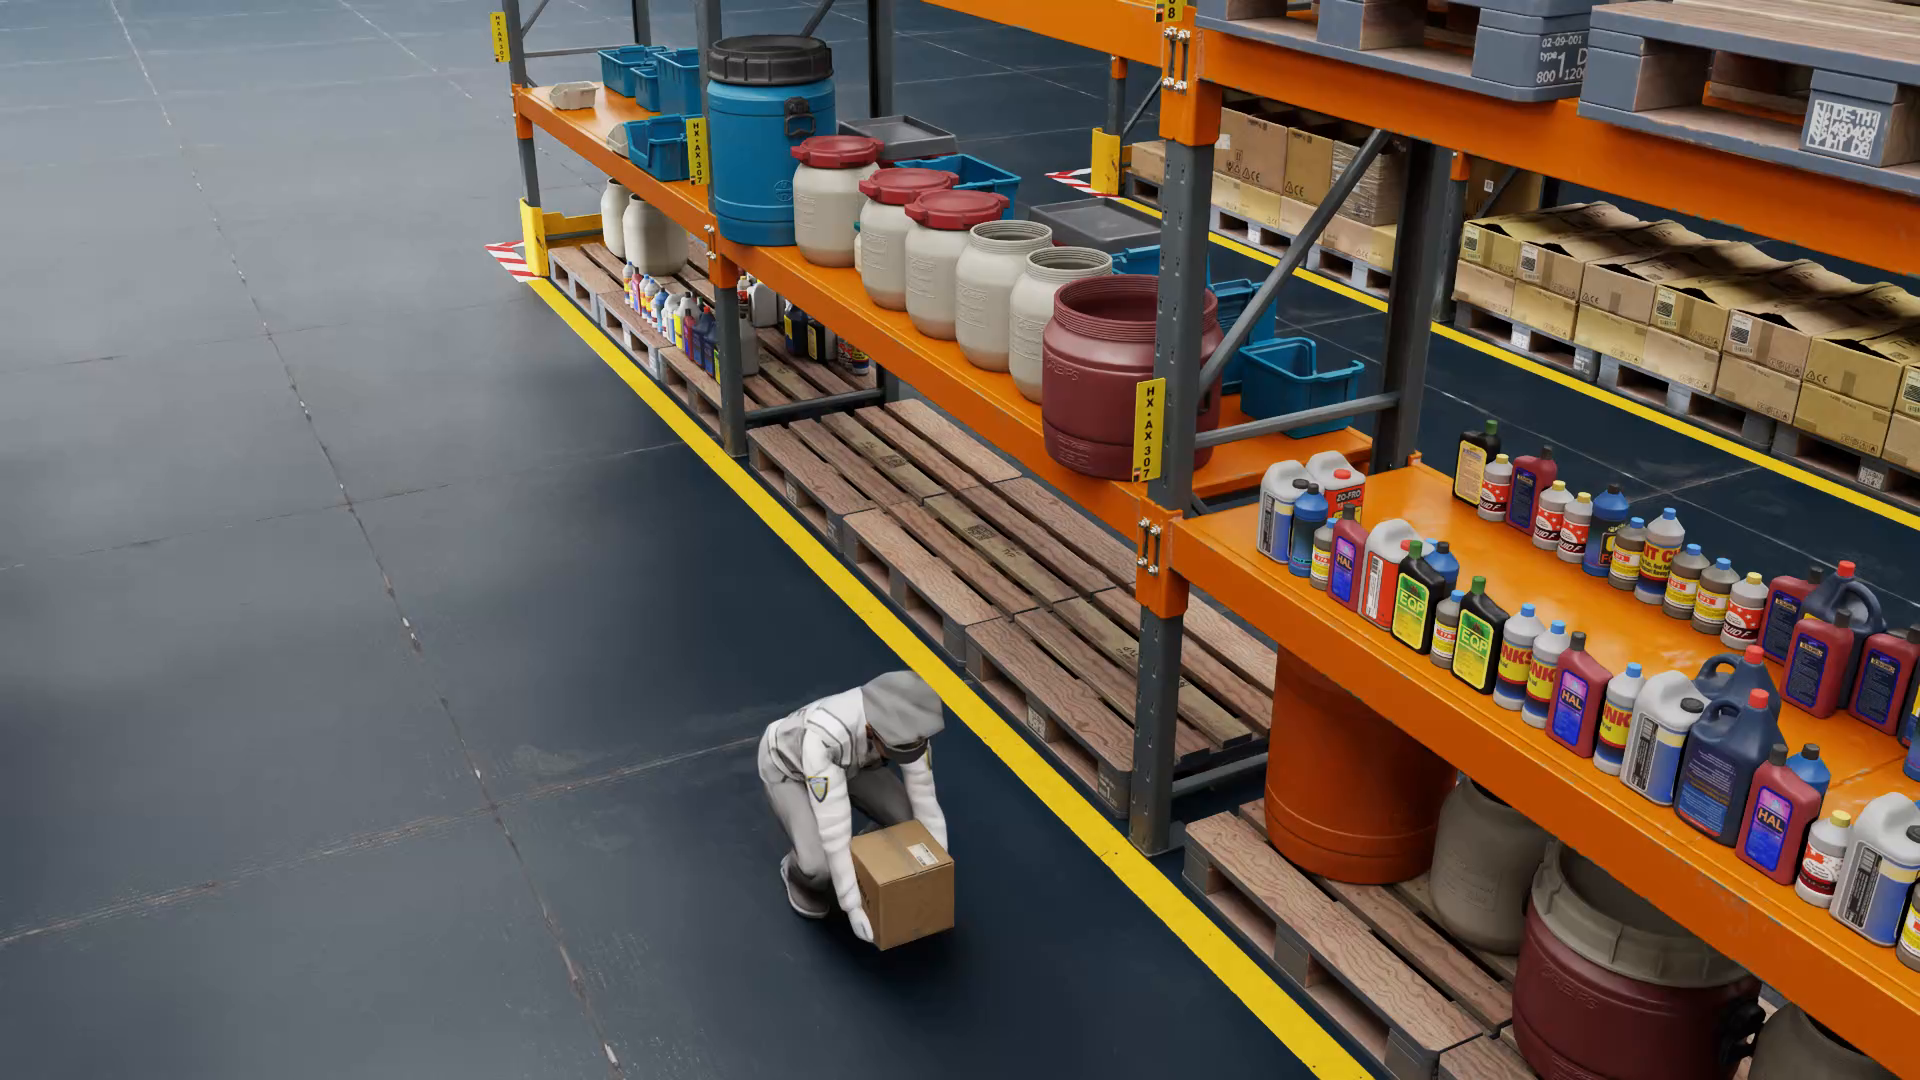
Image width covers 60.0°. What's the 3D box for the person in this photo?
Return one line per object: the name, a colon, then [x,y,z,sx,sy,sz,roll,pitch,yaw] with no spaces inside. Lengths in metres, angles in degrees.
person: [-0.333,0.785,5.286,0.466,0.980,0.839,-14,29,-26]
